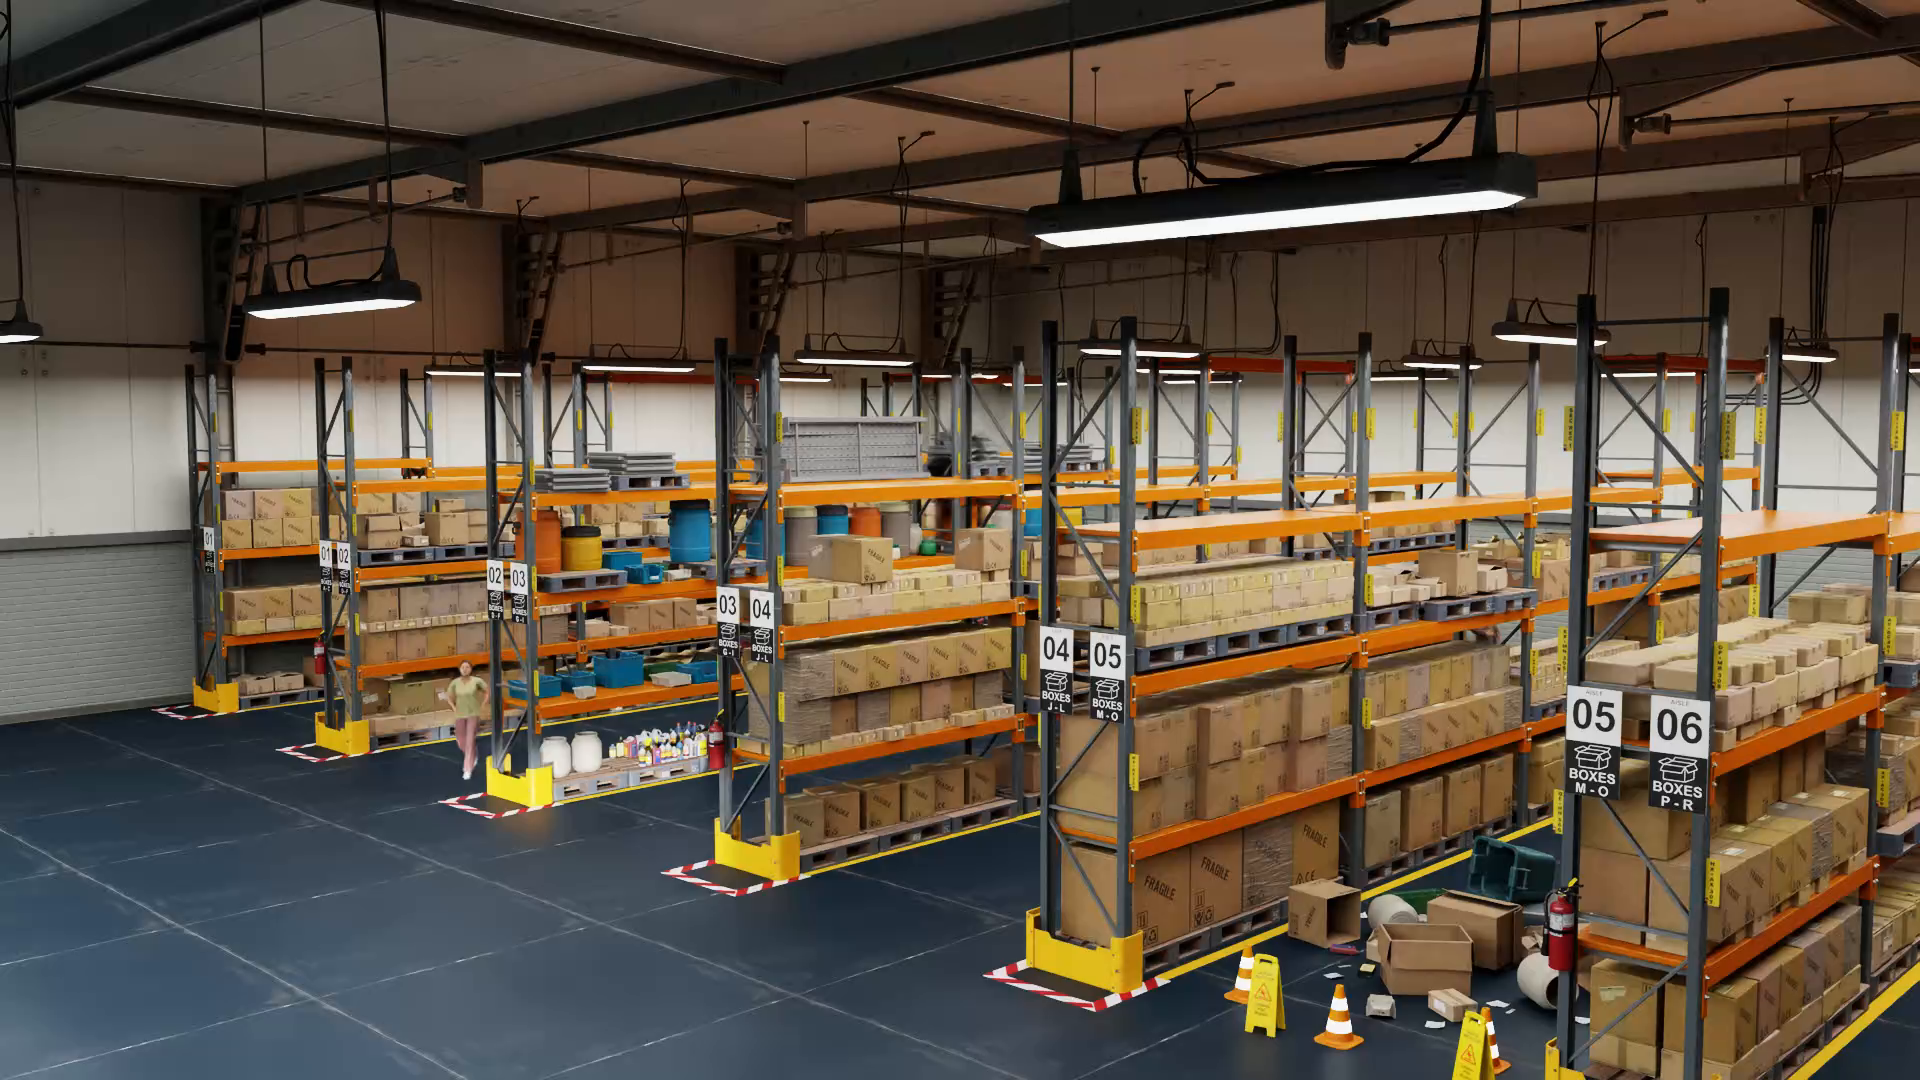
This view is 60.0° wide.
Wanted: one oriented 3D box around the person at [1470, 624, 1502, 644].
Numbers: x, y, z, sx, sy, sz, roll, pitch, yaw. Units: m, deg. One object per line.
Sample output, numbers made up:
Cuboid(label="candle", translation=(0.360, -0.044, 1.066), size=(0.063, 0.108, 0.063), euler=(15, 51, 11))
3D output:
Cuboid(label="person", translation=(9.673, 1.918, 30.632), size=(0.739, 1.758, 1.002), euler=(-2, 5, -22))

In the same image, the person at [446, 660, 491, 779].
Cuboid(label="person", translation=(-7.030, 2.540, 23.767), size=(0.628, 1.677, 0.720), euler=(-1, 4, -8))
